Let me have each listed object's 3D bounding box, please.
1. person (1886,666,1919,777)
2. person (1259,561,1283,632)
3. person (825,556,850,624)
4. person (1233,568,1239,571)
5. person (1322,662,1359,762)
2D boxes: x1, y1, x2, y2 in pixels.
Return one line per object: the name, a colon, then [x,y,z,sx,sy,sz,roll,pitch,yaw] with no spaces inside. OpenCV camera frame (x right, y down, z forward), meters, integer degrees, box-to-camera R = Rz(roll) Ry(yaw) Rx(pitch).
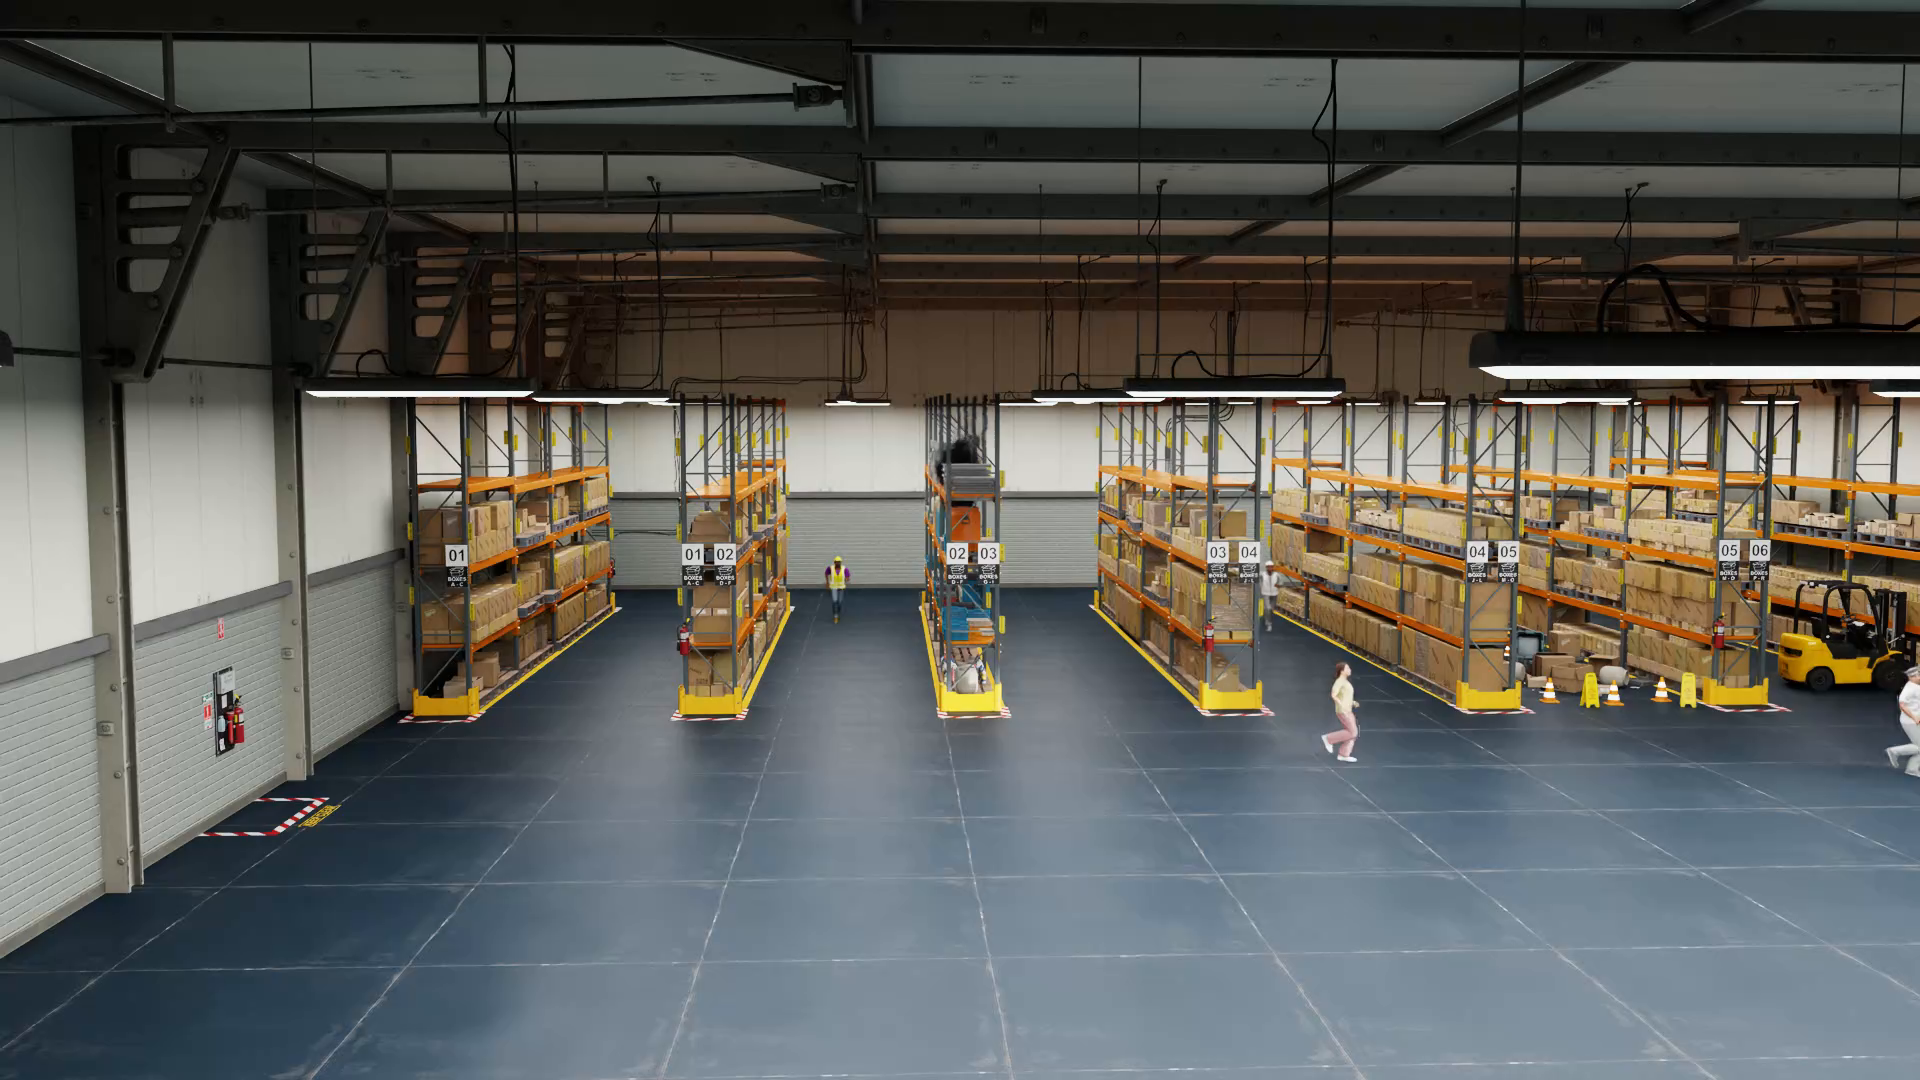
person: [14.820,2.815,25.907,0.601,1.743,0.673,4,6,38]
person: [8.043,1.433,43.083,0.643,1.798,0.894,0,5,-1]
person: [-3.273,1.327,44.644,0.624,1.809,0.907,-1,5,-15]
person: [7.695,1.220,45.823,0.696,1.735,0.542,0,5,1]
person: [6.189,2.783,27.014,0.565,1.626,0.581,2,5,22]
